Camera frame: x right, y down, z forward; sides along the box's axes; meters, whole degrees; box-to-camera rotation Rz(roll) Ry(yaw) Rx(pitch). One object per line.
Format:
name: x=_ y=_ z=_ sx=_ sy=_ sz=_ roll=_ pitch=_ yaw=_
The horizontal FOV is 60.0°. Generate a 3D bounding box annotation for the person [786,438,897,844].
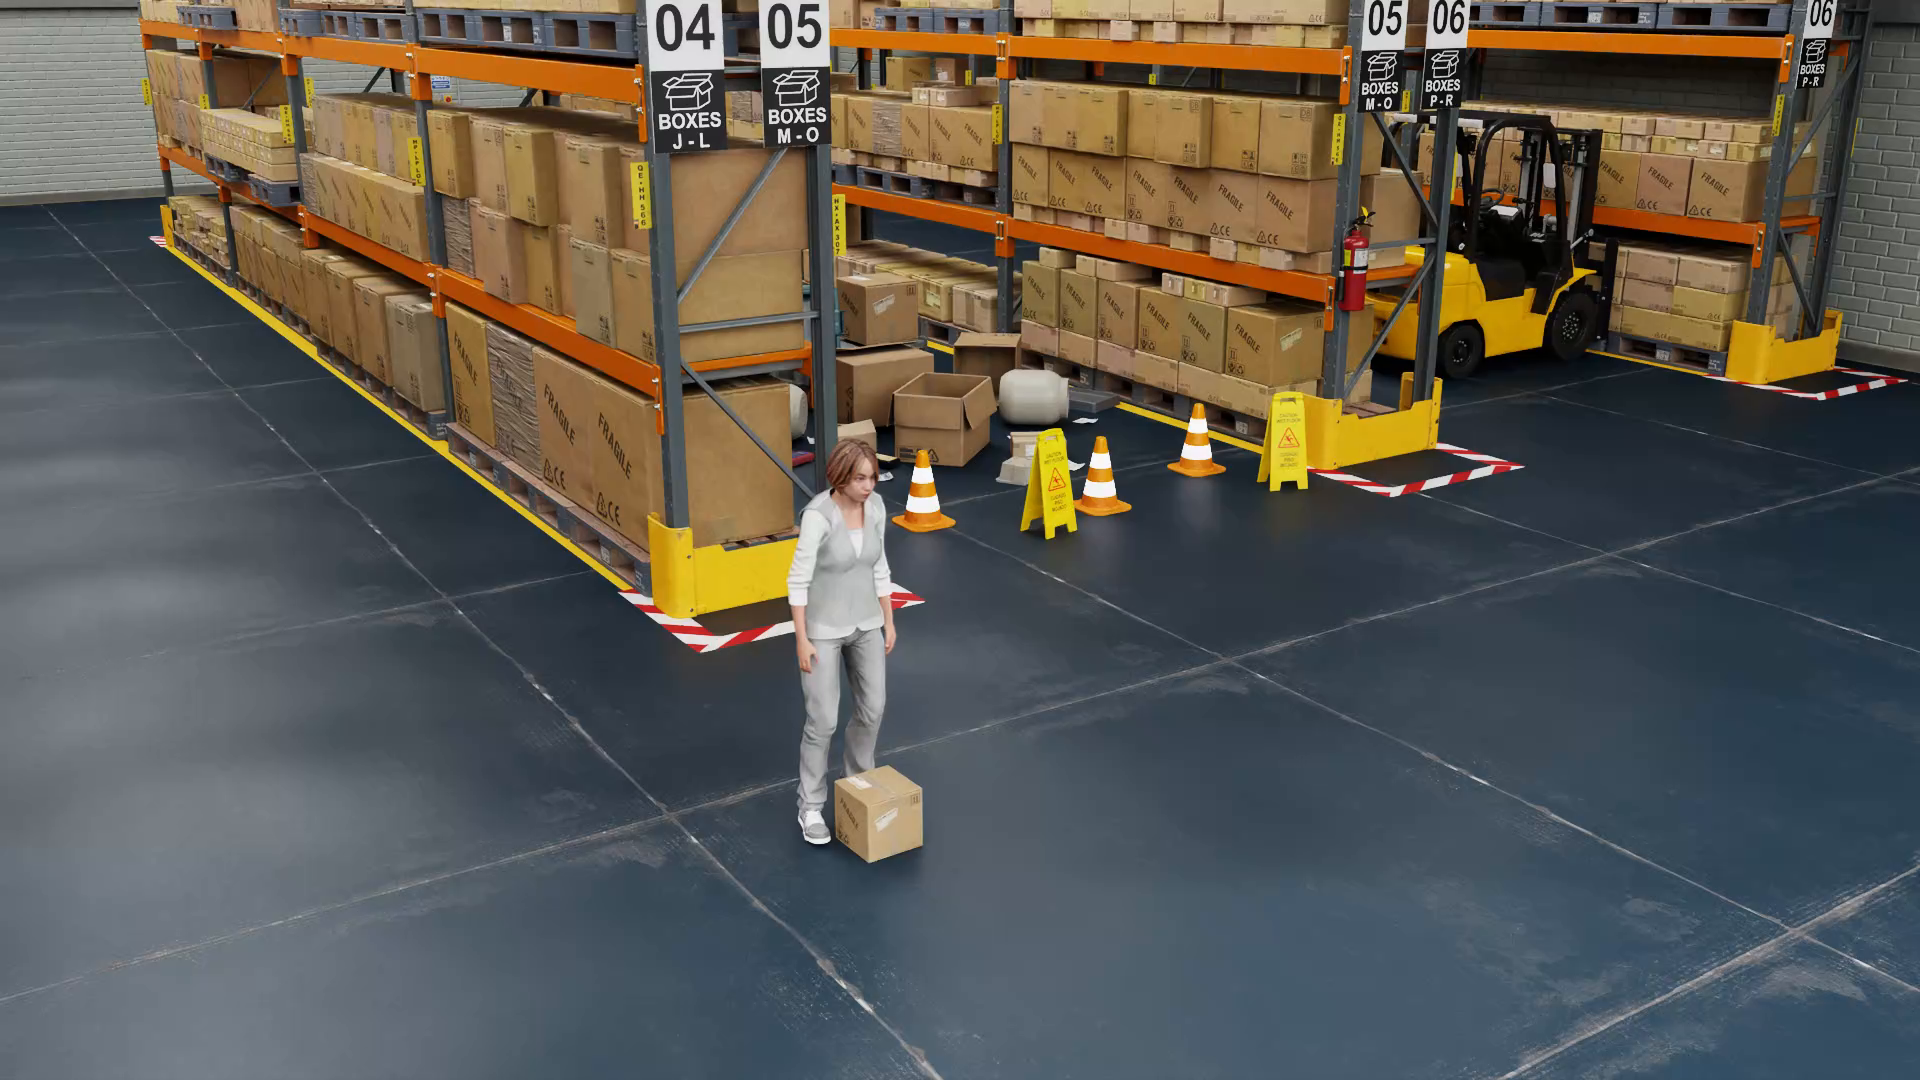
person: x=-0.456 y=0.370 z=6.465 sx=0.478 sy=1.591 sz=0.345 roll=-13 pitch=22 yaw=-35
